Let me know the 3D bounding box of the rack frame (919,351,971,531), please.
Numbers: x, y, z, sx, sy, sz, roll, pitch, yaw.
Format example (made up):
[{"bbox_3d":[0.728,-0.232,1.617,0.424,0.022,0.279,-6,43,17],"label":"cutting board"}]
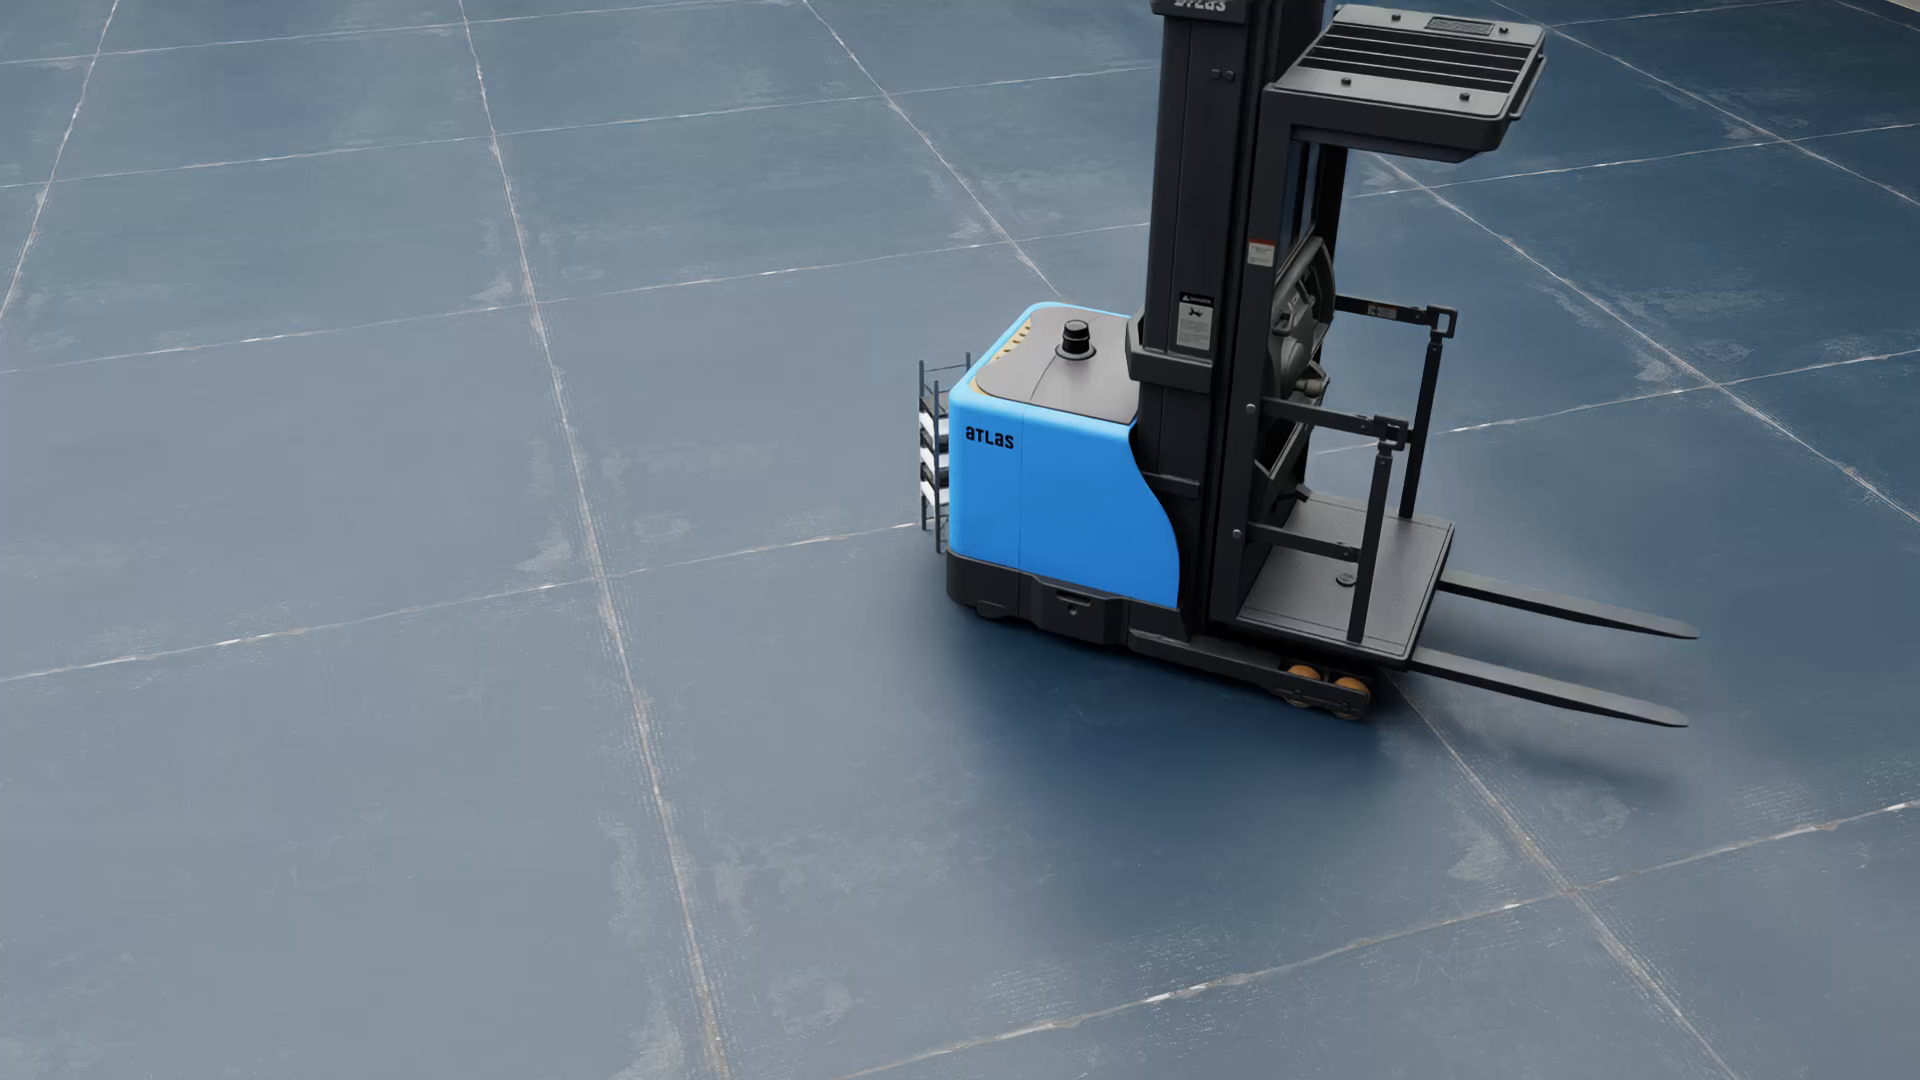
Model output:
[{"bbox_3d":[-0.066,-0.440,7.599,0.240,0.900,0.006,-11,35,-16],"label":"rack frame"}]

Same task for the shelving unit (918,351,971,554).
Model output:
[{"bbox_3d":[-0.033,-0.387,7.519,0.258,0.900,0.210,-11,35,-16],"label":"shelving unit"}]

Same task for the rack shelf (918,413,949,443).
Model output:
[{"bbox_3d":[-0.033,-0.509,7.438,0.258,0.077,0.200,-11,35,-16],"label":"rack shelf"}]

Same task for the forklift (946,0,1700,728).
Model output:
[{"bbox_3d":[1.502,-0.839,6.361,3.031,2.935,1.130,14,36,20],"label":"forklift"}]

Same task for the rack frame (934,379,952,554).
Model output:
[{"bbox_3d":[0.001,-0.334,7.439,0.240,0.900,0.006,-11,35,-16],"label":"rack frame"}]

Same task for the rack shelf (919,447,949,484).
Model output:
[{"bbox_3d":[-0.033,-0.359,7.537,0.258,0.077,0.200,-11,35,-16],"label":"rack shelf"}]

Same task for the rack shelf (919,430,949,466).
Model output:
[{"bbox_3d":[-0.033,-0.434,7.488,0.258,0.077,0.200,-11,35,-16],"label":"rack shelf"}]

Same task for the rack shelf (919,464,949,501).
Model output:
[{"bbox_3d":[-0.032,-0.284,7.587,0.258,0.077,0.200,-11,35,-16],"label":"rack shelf"}]

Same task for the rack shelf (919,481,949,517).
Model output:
[{"bbox_3d":[-0.032,-0.209,7.637,0.258,0.077,0.200,-11,35,-16],"label":"rack shelf"}]

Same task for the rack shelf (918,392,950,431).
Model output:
[{"bbox_3d":[-0.033,-0.584,7.388,0.258,0.077,0.200,-11,35,-16],"label":"rack shelf"}]
